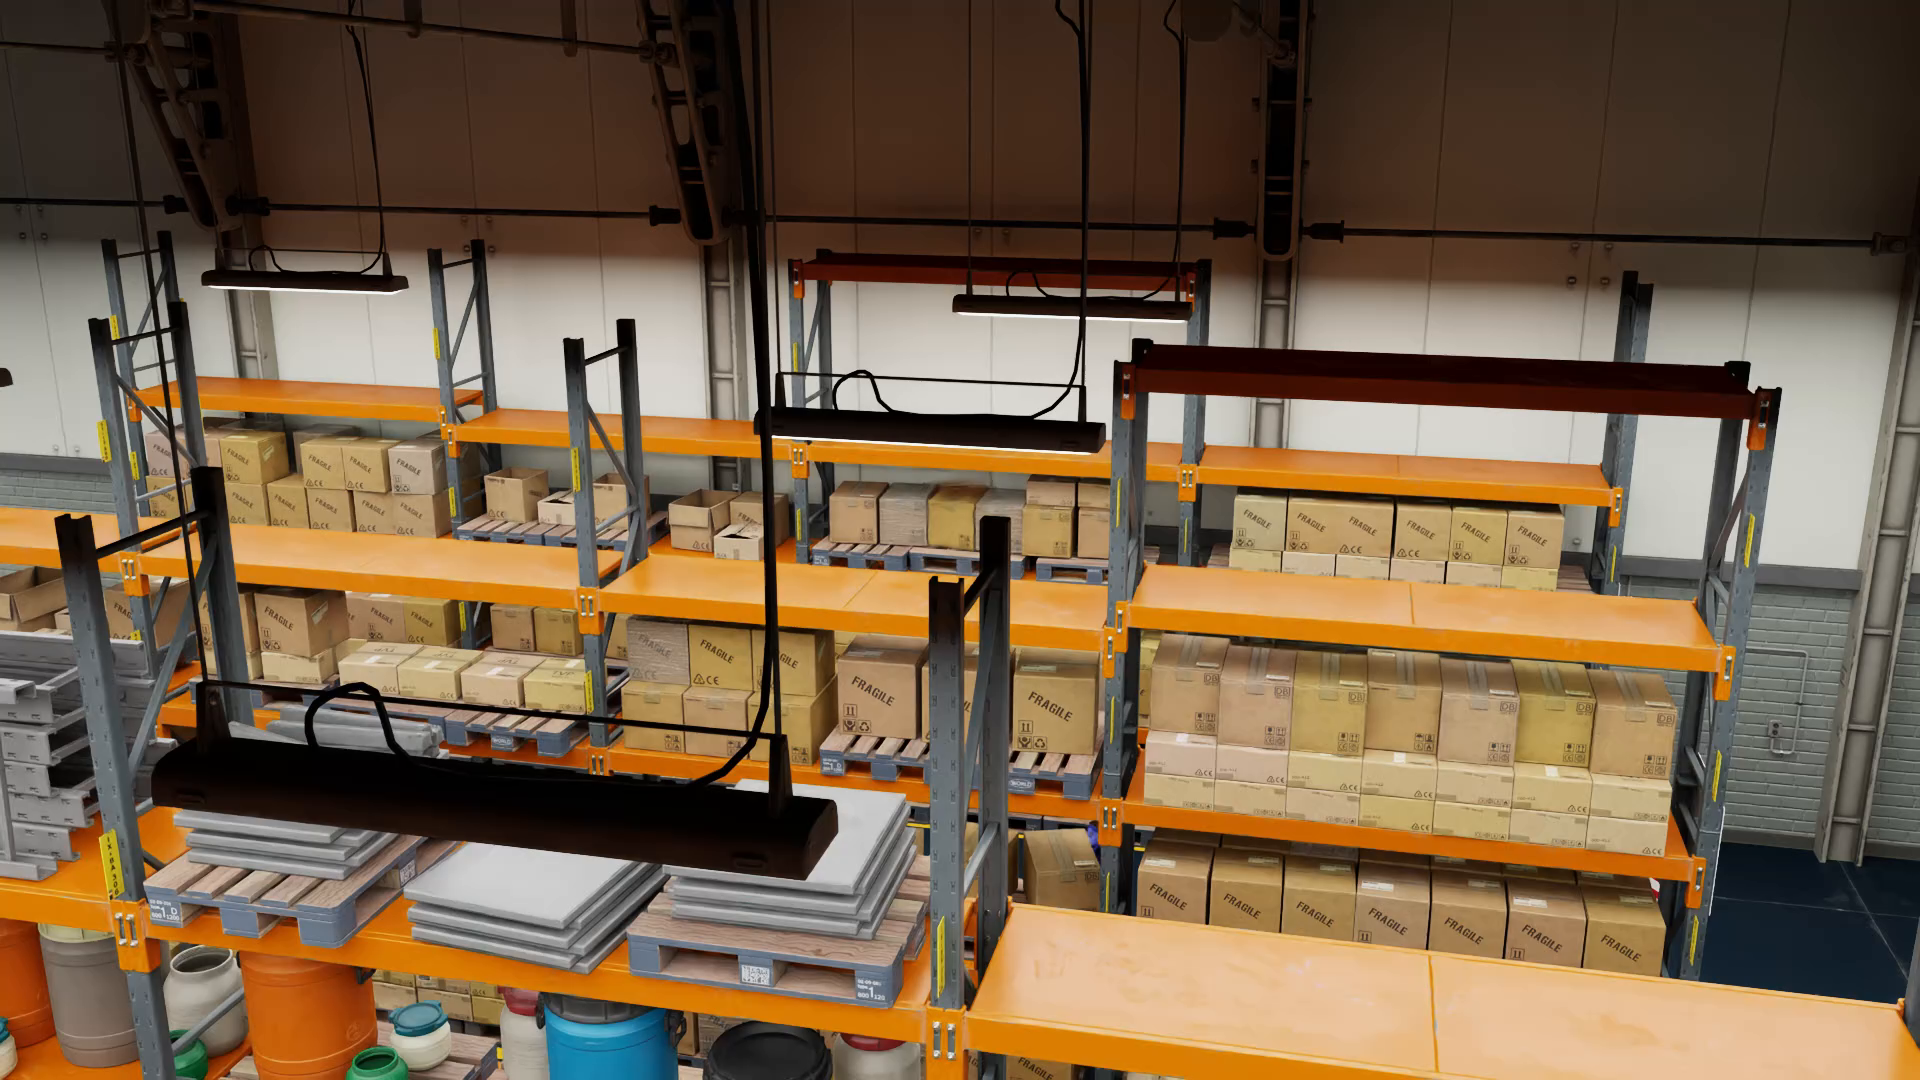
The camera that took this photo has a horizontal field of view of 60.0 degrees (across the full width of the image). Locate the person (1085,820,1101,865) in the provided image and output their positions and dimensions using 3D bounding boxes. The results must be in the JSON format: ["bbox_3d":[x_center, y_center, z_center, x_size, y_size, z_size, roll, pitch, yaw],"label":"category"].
[{"bbox_3d":[1.197,3.135,14.808,0.448,1.732,0.507,4,17,13],"label":"person"}]
